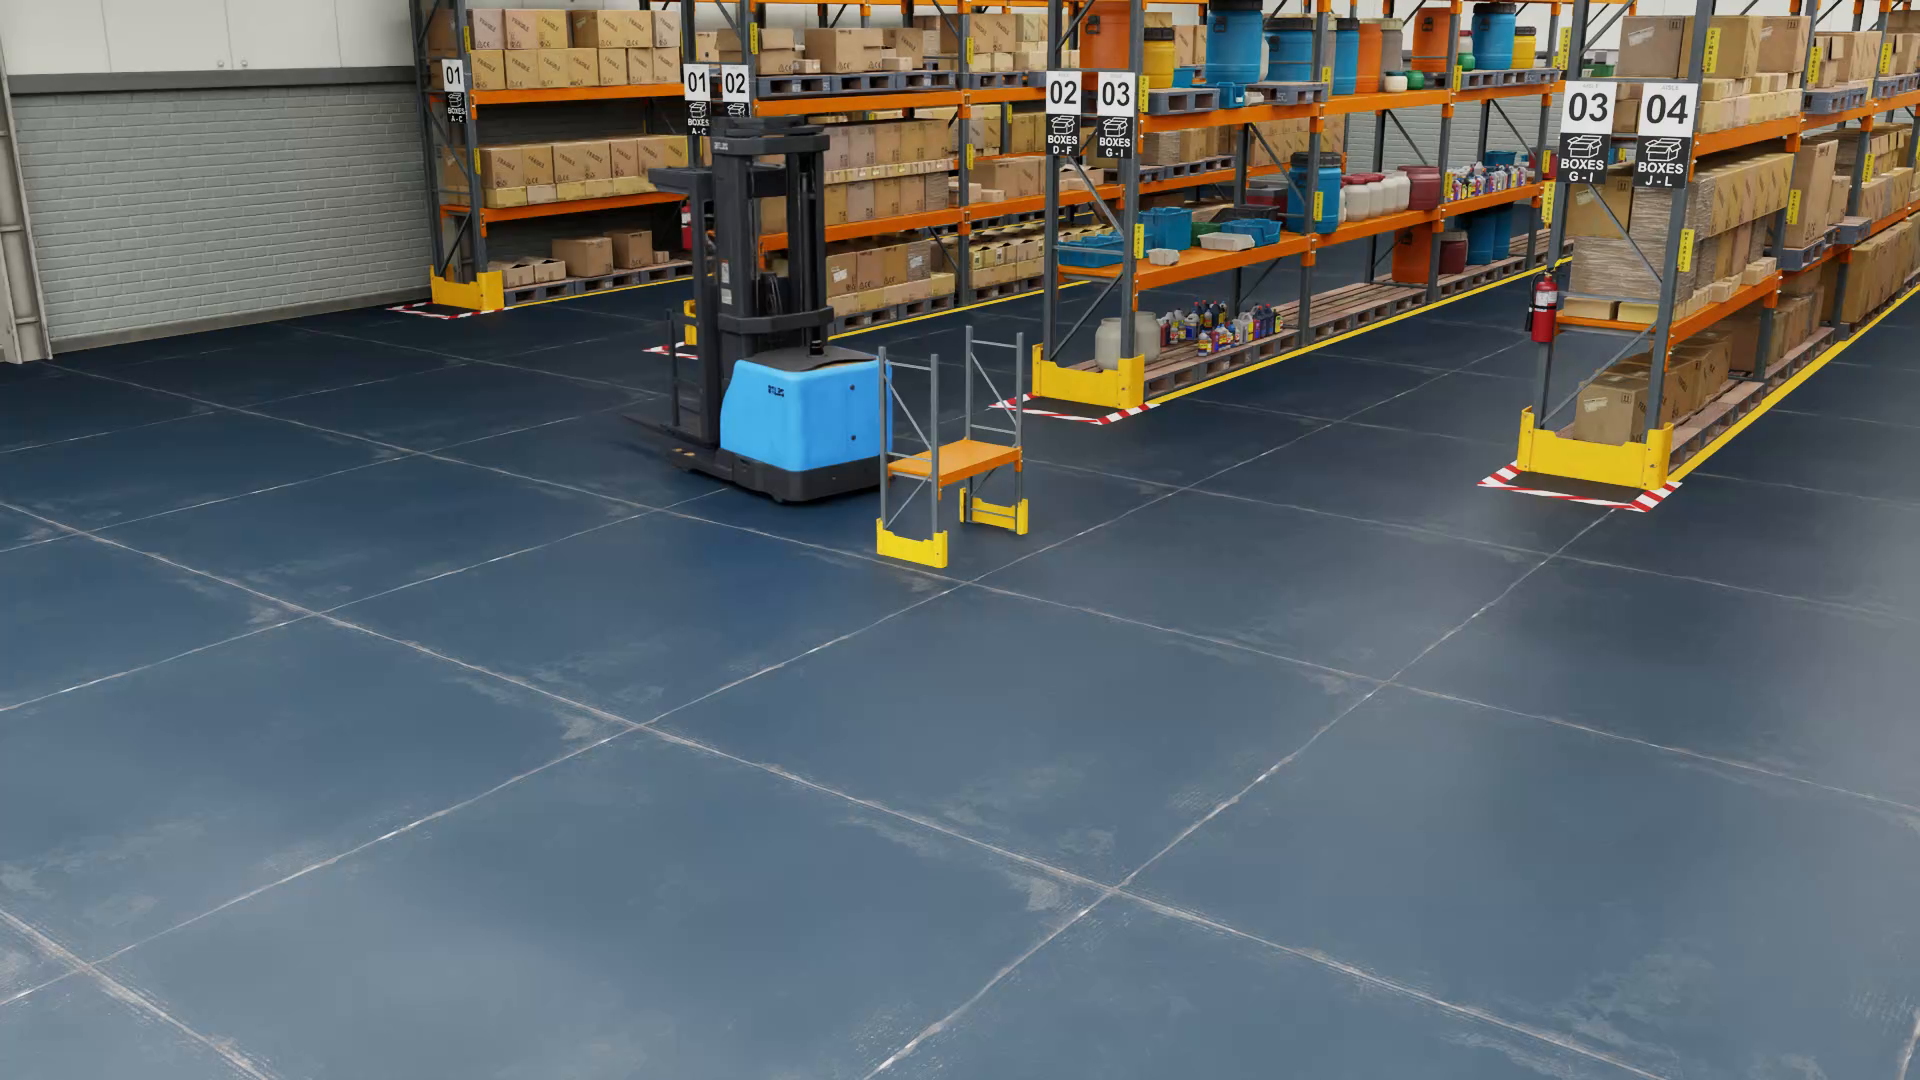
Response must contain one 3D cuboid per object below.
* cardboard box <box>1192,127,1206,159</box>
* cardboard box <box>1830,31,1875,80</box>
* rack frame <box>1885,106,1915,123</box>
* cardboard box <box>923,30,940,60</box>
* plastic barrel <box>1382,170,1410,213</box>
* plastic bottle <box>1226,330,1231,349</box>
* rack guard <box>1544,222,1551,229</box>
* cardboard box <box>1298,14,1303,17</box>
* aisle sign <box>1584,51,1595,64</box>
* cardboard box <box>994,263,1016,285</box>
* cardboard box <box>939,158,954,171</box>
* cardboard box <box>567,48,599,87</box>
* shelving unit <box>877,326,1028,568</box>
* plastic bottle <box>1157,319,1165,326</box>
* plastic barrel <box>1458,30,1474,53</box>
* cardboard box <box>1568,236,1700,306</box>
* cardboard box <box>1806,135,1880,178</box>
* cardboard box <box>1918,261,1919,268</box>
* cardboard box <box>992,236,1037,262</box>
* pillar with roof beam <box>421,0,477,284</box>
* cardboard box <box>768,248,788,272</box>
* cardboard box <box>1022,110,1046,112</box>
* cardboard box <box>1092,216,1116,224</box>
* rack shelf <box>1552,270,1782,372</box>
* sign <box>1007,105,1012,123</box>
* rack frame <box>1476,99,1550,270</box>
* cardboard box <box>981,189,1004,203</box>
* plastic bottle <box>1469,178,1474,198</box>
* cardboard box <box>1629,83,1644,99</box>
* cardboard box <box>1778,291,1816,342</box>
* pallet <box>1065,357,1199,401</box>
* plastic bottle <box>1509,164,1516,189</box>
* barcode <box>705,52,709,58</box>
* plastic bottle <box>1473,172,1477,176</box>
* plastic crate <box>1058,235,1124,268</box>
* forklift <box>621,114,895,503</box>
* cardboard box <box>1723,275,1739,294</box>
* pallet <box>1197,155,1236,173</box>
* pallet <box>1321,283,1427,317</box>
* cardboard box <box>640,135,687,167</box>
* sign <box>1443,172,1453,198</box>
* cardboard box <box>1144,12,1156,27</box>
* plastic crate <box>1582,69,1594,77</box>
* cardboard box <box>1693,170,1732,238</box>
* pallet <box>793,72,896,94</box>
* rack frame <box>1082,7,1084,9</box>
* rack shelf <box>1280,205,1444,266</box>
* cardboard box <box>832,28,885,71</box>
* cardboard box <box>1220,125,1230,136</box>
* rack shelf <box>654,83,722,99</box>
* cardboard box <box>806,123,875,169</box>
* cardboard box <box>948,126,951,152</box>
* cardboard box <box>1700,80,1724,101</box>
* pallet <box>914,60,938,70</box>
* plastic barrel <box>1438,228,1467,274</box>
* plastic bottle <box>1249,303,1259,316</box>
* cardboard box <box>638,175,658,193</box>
[{"bbox_3d":[3.629,-6.566,27.452,0.500,0.500,0.700,-16,23,-42],"label":"cardboard box"},{"bbox_3d":[9.640,-5.299,18.179,0.500,0.500,0.500,12,21,35],"label":"cardboard box"},{"bbox_3d":[14.787,-5.767,25.757,1.000,3.000,0.127,12,21,35],"label":"rack frame"},{"bbox_3d":[-0.773,-8.688,29.196,0.700,0.500,0.500,12,21,35],"label":"cardboard box"},{"bbox_3d":[5.601,-4.507,21.512,0.421,0.512,0.421,0,17,0],"label":"plastic barrel"},{"bbox_3d":[2.929,-2.211,18.282,0.097,0.201,0.097,0,17,0],"label":"plastic bottle"},{"bbox_3d":[10.813,-5.456,28.971,1.175,0.500,0.348,12,21,35],"label":"rack guard"},{"bbox_3d":[5.589,-9.006,29.275,0.700,0.500,0.500,12,21,35],"label":"cardboard box"},{"bbox_3d":[10.613,-7.953,28.414,0.394,0.787,0.004,12,21,35],"label":"aisle sign"},{"bbox_3d":[0.428,-3.721,23.098,0.500,0.250,0.500,13,22,36],"label":"cardboard box"},{"bbox_3d":[-0.307,-4.915,21.751,0.380,0.149,0.250,12,21,35],"label":"cardboard box"},{"bbox_3d":[-5.324,-6.485,22.807,0.500,0.500,0.500,14,22,38],"label":"cardboard box"},{"bbox_3d":[-0.045,-0.698,11.963,0.587,1.500,1.083,12,21,35],"label":"shelving unit"},{"bbox_3d":[2.190,-2.311,18.478,0.152,0.276,0.135,13,21,35],"label":"plastic bottle"},{"bbox_3d":[6.978,-6.884,23.357,0.433,0.535,0.433,0,17,0],"label":"plastic barrel"},{"bbox_3d":[5.603,-2.272,13.832,0.875,0.500,0.500,12,21,35],"label":"cardboard box"},{"bbox_3d":[10.859,-4.714,20.507,0.797,0.503,0.637,13,21,36],"label":"cardboard box"},{"bbox_3d":[13.928,-4.569,24.775,0.875,0.875,0.875,12,21,35],"label":"cardboard box"},{"bbox_3d":[0.739,-4.112,23.409,0.500,0.311,0.500,12,21,33],"label":"cardboard box"},{"bbox_3d":[-3.501,-7.006,19.630,9.100,9.000,0.400,12,21,35],"label":"pillar with roof beam"},{"bbox_3d":[-2.036,-3.374,20.715,0.500,0.500,0.500,12,21,35],"label":"cardboard box"},{"bbox_3d":[1.671,-8.058,32.627,0.980,0.700,0.700,11,20,32],"label":"cardboard box"},{"bbox_3d":[2.435,-4.894,26.417,0.500,0.500,0.500,13,22,37],"label":"cardboard box"},{"bbox_3d":[6.445,-2.089,15.126,1.077,0.370,4.000,12,21,35],"label":"rack shelf"},{"bbox_3d":[0.911,-7.862,30.683,0.100,0.325,0.005,12,21,35],"label":"sign"},{"bbox_3d":[8.426,-5.689,25.507,1.000,3.000,0.127,12,21,35],"label":"rack frame"},{"bbox_3d":[0.375,-4.715,22.793,0.380,0.149,0.250,12,21,35],"label":"cardboard box"},{"bbox_3d":[7.144,-4.941,23.314,0.097,0.271,0.097,0,17,0],"label":"plastic bottle"},{"bbox_3d":[5.418,-3.670,13.527,0.380,0.149,0.250,12,21,33],"label":"cardboard box"},{"bbox_3d":[9.317,-2.580,18.968,0.700,0.500,0.500,10,20,30],"label":"cardboard box"},{"bbox_3d":[1.772,-1.719,17.422,1.003,0.211,1.213,12,21,35],"label":"pallet"},{"bbox_3d":[8.141,-5.389,24.623,0.144,0.351,0.185,12,21,35],"label":"plastic bottle"},{"bbox_3d":[-2.908,-5.574,19.100,0.001,0.075,0.075,12,21,35],"label":"barcode"},{"bbox_3d":[7.737,-5.447,25.061,0.097,0.201,0.097,0,17,0],"label":"plastic bottle"},{"bbox_3d":[1.334,-2.932,16.880,0.499,0.251,0.616,12,21,35],"label":"plastic crate"},{"bbox_3d":[-1.866,-2.060,13.936,1.130,2.935,3.031,-14,22,-38],"label":"forklift"},{"bbox_3d":[6.839,-2.331,15.116,0.380,0.149,0.250,12,21,35],"label":"cardboard box"},{"bbox_3d":[3.886,-6.303,27.806,1.003,0.211,1.213,12,21,35],"label":"pallet"},{"bbox_3d":[5.550,-3.227,22.281,1.003,0.211,1.213,12,21,35],"label":"pallet"},{"bbox_3d":[-4.331,-5.663,24.378,0.500,0.500,0.500,12,21,35],"label":"cardboard box"},{"bbox_3d":[6.488,-4.719,22.107,0.100,0.325,0.005,12,21,35],"label":"sign"},{"bbox_3d":[2.635,-7.795,25.375,0.500,0.500,0.500,12,21,35],"label":"cardboard box"},{"bbox_3d":[9.777,-7.413,26.443,0.437,0.136,0.530,12,21,35],"label":"plastic crate"},{"bbox_3d":[6.104,-2.824,13.924,0.500,0.500,0.500,12,21,35],"label":"cardboard box"},{"bbox_3d":[-1.532,-5.553,20.160,1.003,0.211,1.213,12,21,35],"label":"pallet"},{"bbox_3d":[2.853,-11.258,33.323,1.000,3.000,0.127,12,21,35],"label":"rack frame"},{"bbox_3d":[4.851,-3.917,21.012,1.077,0.370,4.000,12,21,35],"label":"rack shelf"},{"bbox_3d":[-1.399,-6.040,20.458,0.797,0.503,0.637,15,23,41],"label":"cardboard box"},{"bbox_3d":[4.543,-7.257,28.701,0.500,0.500,0.500,13,21,35],"label":"cardboard box"},{"bbox_3d":[-3.106,-7.100,26.204,1.077,0.370,4.000,12,21,35],"label":"rack shelf"},{"bbox_3d":[-1.473,-4.862,20.487,0.700,0.500,0.500,12,21,35],"label":"cardboard box"},{"bbox_3d":[-0.499,-7.124,29.422,0.500,0.500,0.500,13,22,36],"label":"cardboard box"},{"bbox_3d":[5.835,-3.577,13.227,0.380,0.149,0.250,13,21,36],"label":"cardboard box"},{"bbox_3d":[-0.909,-8.259,29.043,1.003,0.211,1.213,14,22,37],"label":"pallet"},{"bbox_3d":[6.993,-4.174,23.986,0.600,0.588,0.708,12,21,35],"label":"plastic barrel"},{"bbox_3d":[3.391,-2.550,19.123,0.144,0.351,0.185,12,21,35],"label":"plastic bottle"},{"bbox_3d":[-4.640,-5.189,24.115,0.500,0.250,0.500,13,21,35],"label":"cardboard box"}]
